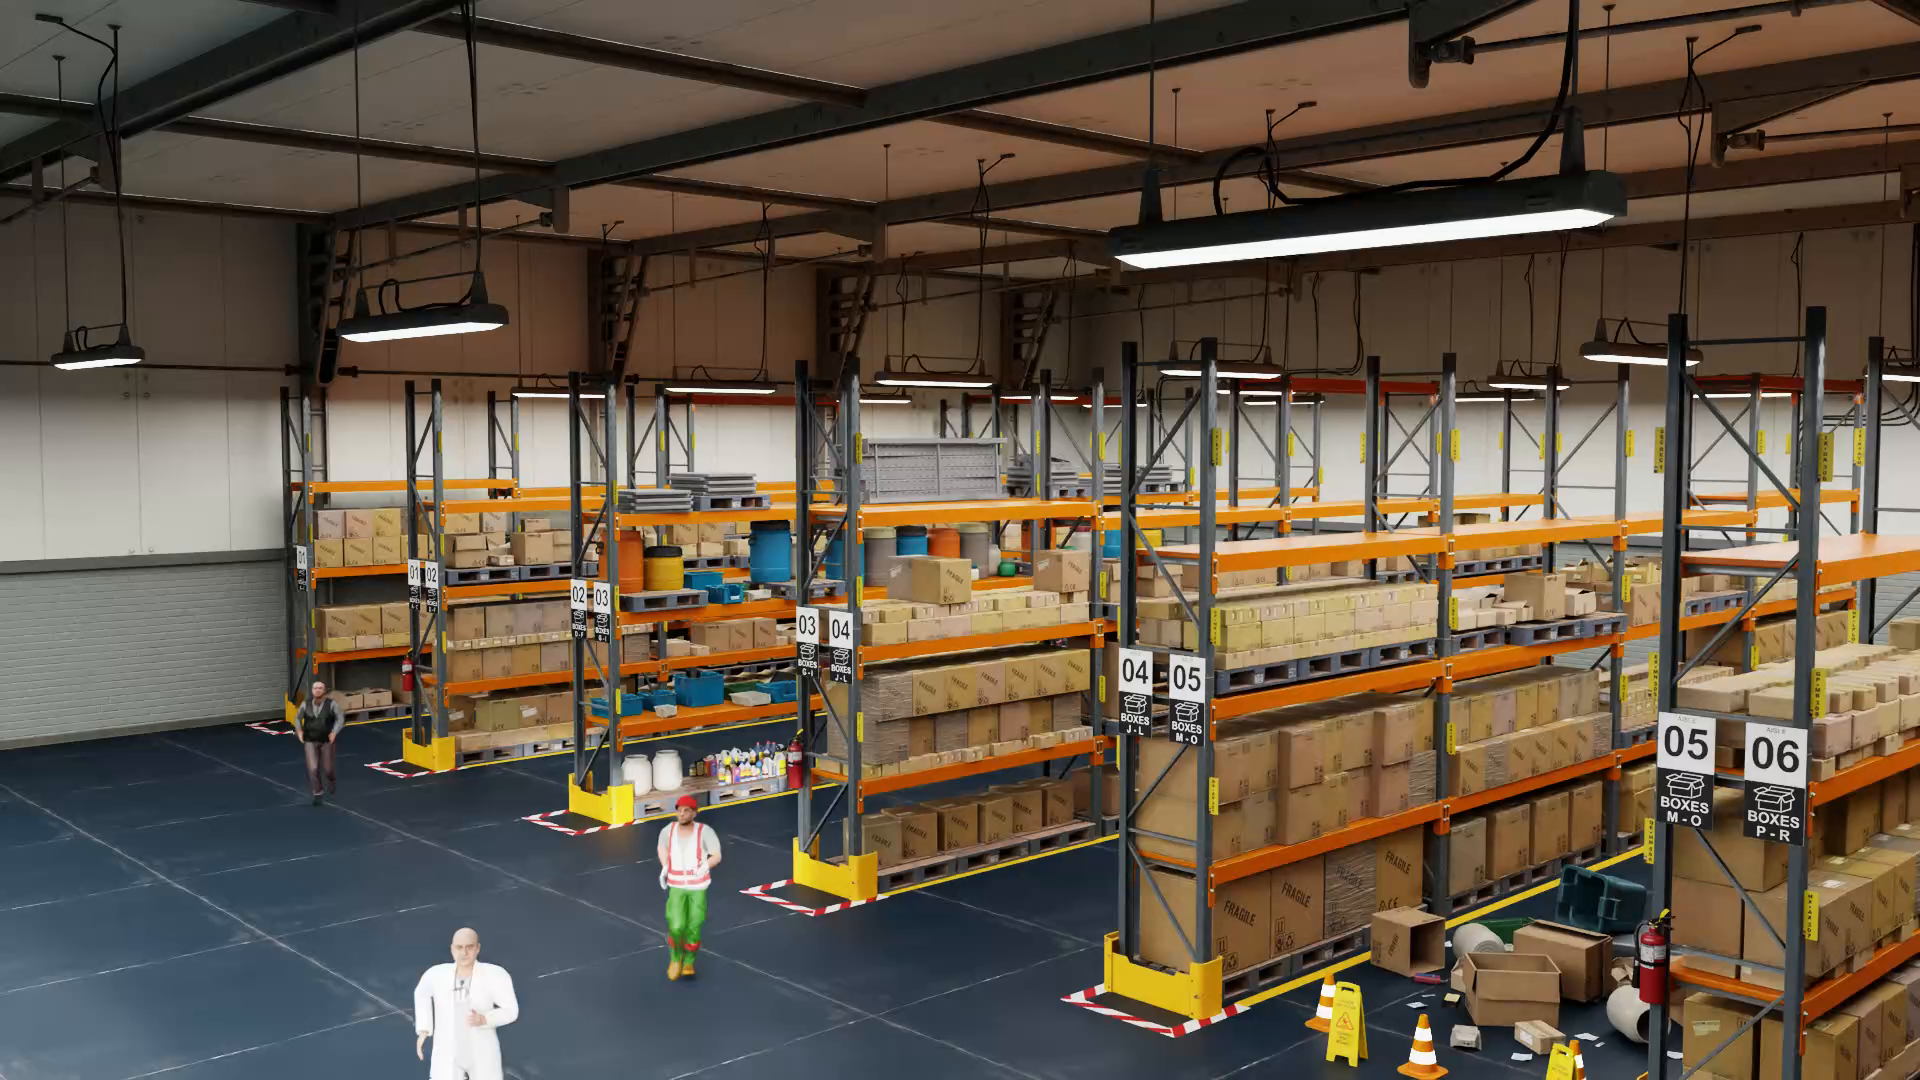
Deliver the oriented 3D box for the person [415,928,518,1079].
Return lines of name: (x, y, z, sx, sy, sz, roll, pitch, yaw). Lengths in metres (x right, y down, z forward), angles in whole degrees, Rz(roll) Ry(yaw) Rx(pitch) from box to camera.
person: (-3.349, 3.524, 11.283, 0.695, 1.784, 1.009, -1, 4, -14)

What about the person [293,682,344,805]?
person: (-9.005, 2.830, 23.329, 0.664, 1.695, 0.608, -1, 4, -14)

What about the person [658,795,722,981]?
person: (-2.557, 3.280, 15.626, 0.624, 1.770, 0.667, 0, 4, -3)

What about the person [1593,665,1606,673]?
person: (9.585, 2.713, 24.981, 0.970, 1.672, 0.582, -4, 5, -44)
